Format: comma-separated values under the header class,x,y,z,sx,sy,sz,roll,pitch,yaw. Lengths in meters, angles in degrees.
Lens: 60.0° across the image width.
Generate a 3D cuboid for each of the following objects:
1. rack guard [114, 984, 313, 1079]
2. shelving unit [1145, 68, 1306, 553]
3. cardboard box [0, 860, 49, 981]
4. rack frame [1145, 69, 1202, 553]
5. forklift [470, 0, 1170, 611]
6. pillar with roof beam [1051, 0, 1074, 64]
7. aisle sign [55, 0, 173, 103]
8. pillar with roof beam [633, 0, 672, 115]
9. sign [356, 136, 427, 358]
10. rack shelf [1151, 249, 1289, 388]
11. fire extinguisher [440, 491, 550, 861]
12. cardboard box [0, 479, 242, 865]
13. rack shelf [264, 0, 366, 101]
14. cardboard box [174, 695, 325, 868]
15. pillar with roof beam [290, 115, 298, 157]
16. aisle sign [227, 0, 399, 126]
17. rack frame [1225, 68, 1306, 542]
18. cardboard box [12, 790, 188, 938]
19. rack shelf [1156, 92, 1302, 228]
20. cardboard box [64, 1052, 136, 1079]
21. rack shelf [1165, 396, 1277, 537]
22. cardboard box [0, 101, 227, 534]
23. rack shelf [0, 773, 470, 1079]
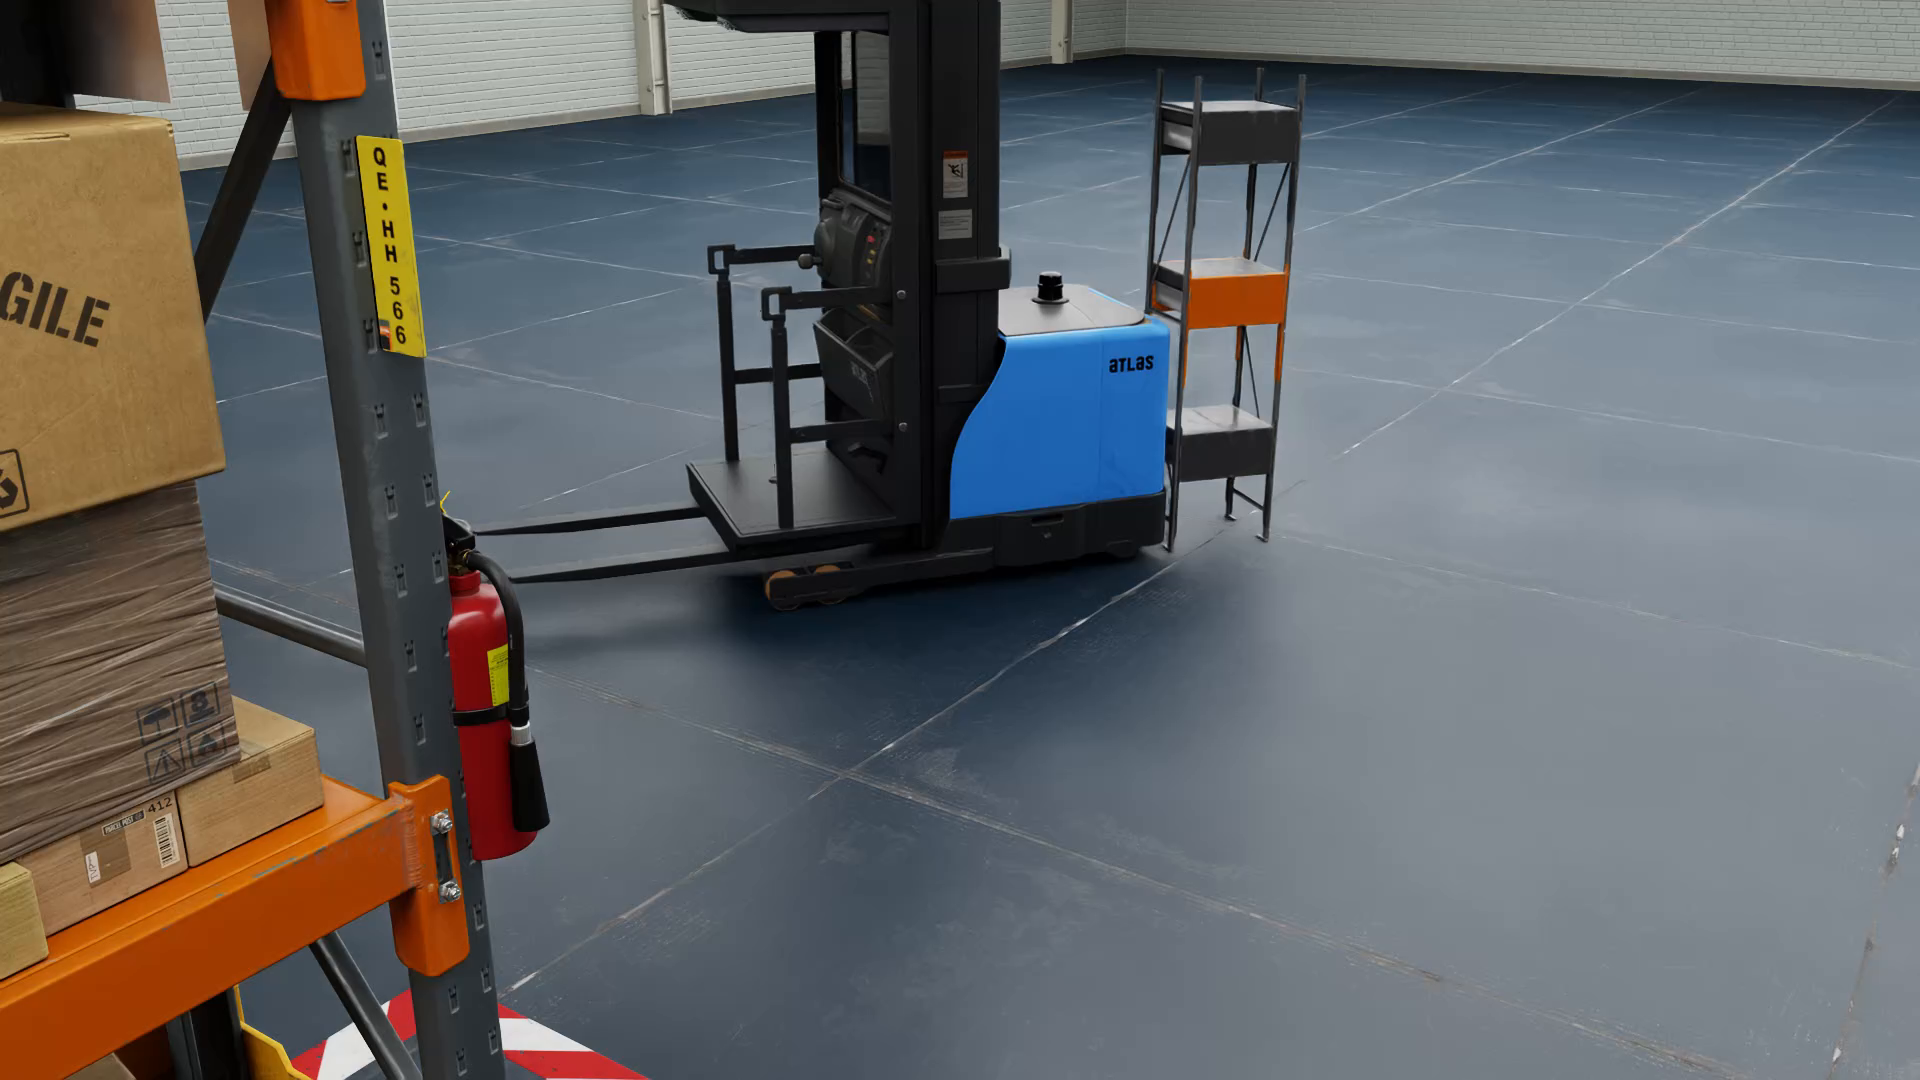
class,x,y,z,sx,sy,sz,roll,pitch,yaw
rack guard,-1.347,1.332,3.444,1.175,0.500,0.348,13,24,32
shelving unit,1.146,-1.017,7.478,0.503,2.100,0.431,-6,21,-18
cardboard box,-1.532,0.531,2.369,0.380,0.149,0.250,13,24,32
rack frame,0.916,-0.992,7.402,0.015,2.100,0.400,-6,21,-18
forklift,-0.641,-1.283,7.010,3.031,2.935,1.130,-7,22,-19
pillar with roof beam,5.681,-13.320,30.803,9.100,9.000,0.400,13,24,32
aisle sign,-1.517,-1.158,2.825,0.394,0.787,0.004,13,24,32
pillar with roof beam,-1.065,-9.877,21.495,9.100,9.000,0.400,13,24,32
sign,-0.856,-0.440,2.506,0.100,0.325,0.005,13,24,32
rack shelf,1.146,-1.004,7.482,0.480,0.518,0.431,-6,21,-18
fire extinguisher,-0.858,0.231,2.929,0.296,0.674,0.183,13,24,32
cardboard box,-1.636,0.104,2.588,0.875,0.500,0.500,13,24,32
rack shelf,-2.428,-0.358,1.123,1.077,0.370,4.000,13,24,32
cardboard box,-1.293,0.377,2.783,0.380,0.149,0.250,13,24,32
pillar with roof beam,-4.438,-8.155,16.841,9.100,9.000,0.400,13,24,32
aisle sign,-1.021,-1.041,2.508,0.394,0.787,0.004,13,24,32
rack frame,1.377,-1.041,7.553,0.015,2.100,0.400,-6,21,-18
cardboard box,-1.434,0.449,2.590,0.380,0.149,0.250,13,24,32
rack shelf,1.155,-1.662,7.242,0.480,0.518,0.431,-6,21,-18
cardboard box,-1.669,1.289,2.955,0.500,0.500,0.500,19,28,42
rack shelf,1.137,-0.347,7.722,0.480,0.518,0.431,-6,21,-18
cardboard box,-1.409,-0.312,2.270,0.500,0.500,0.500,13,24,32
rack shelf,-2.428,1.049,1.643,1.077,0.370,4.000,13,24,32
